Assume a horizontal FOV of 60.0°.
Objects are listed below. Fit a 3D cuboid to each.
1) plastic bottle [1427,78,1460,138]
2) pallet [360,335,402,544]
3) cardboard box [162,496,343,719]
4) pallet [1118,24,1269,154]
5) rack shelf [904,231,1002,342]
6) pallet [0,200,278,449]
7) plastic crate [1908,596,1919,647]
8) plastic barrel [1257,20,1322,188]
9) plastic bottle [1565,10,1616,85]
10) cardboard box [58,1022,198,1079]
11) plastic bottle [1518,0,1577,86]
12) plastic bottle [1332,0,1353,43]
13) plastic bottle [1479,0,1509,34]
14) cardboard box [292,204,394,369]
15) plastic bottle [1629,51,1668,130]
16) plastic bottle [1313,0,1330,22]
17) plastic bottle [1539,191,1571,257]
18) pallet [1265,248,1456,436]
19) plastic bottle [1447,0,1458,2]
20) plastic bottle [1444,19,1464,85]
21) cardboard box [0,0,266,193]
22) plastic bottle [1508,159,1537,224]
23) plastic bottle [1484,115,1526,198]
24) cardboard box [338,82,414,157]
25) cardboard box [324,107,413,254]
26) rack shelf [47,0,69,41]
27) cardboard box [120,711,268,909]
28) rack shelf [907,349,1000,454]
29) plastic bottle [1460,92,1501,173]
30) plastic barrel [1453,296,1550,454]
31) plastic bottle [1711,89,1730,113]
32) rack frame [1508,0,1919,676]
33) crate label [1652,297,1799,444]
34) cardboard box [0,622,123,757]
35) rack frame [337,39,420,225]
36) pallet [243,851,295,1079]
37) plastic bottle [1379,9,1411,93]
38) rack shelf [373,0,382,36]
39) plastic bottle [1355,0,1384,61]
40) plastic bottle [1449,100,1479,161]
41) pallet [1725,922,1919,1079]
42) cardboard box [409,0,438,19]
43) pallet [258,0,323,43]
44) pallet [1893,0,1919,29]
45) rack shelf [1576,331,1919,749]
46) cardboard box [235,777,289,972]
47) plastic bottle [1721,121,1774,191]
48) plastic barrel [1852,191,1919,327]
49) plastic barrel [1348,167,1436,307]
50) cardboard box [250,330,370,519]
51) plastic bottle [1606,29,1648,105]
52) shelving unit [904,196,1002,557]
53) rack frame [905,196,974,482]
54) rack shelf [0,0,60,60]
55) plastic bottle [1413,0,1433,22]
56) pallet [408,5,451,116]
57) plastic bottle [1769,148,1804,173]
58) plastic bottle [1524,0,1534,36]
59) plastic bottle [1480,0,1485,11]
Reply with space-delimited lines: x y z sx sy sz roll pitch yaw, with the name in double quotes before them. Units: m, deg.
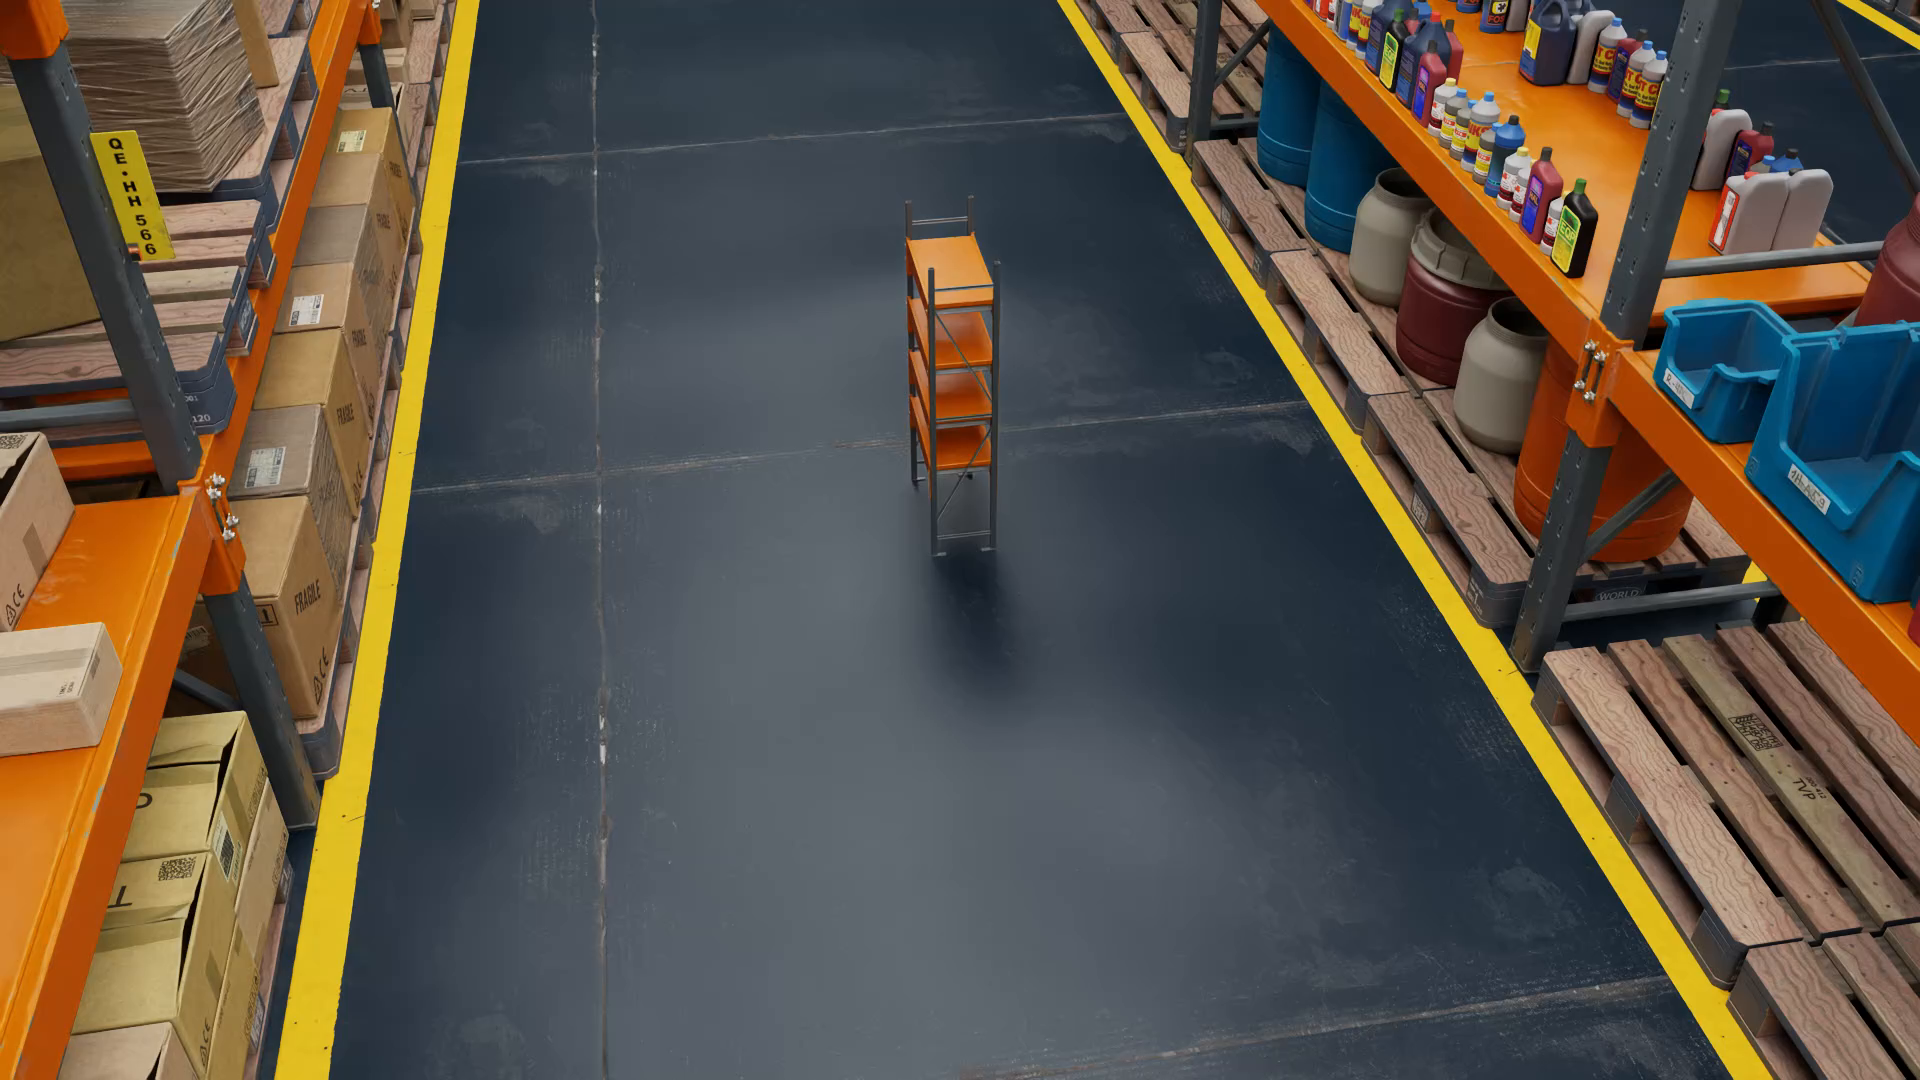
"plastic bottle" 1.744 -1.556 5.969 0.097 0.201 0.097 0 38 0
"pallet" -2.784 -0.372 6.556 1.003 0.211 1.213 -6 38 -8
"cardboard box" -2.278 0.225 5.194 0.500 0.500 0.500 -5 38 -6
"pallet" 1.529 -2.568 9.383 1.003 0.211 1.213 -6 38 -8
"rack shelf" -0.029 -0.884 5.770 0.258 0.148 0.480 -6 38 -8
"pallet" -2.668 -0.609 4.745 1.213 0.211 1.003 -6 38 -8
"plastic crate" 2.380 0.171 3.533 0.402 0.464 0.583 -6 38 -8
"plastic barrel" 1.775 -2.236 8.051 0.600 0.901 0.708 -6 38 -8
"plastic bottle" 2.397 -1.898 6.349 0.152 0.276 0.135 -6 38 -8
"cardboard box" -1.962 1.324 3.542 0.500 0.311 0.500 -6 38 -8
"plastic bottle" 2.247 -1.927 6.325 0.144 0.351 0.185 -6 38 -8
"plastic bottle" 1.605 -2.160 6.687 0.152 0.276 0.135 -6 38 -8
"plastic bottle" 2.181 -2.204 6.746 0.097 0.271 0.097 0 38 0
"cardboard box" -2.646 -1.015 6.791 0.500 0.500 0.500 -6 38 -7
"plastic bottle" 2.502 -1.631 6.009 0.097 0.271 0.097 0 38 0
"plastic bottle" 1.565 -2.300 6.867 0.152 0.276 0.135 -6 38 -8
"plastic bottle" 1.904 -1.005 5.260 0.097 0.201 0.097 0 38 0
"pallet" 2.008 -0.919 7.261 1.003 0.211 1.213 -6 38 -8
"plastic bottle" 2.117 -2.425 7.031 0.097 0.271 0.097 0 38 0
"plastic bottle" 1.816 -1.783 6.195 0.061 0.283 0.133 -6 38 -8
"cardboard box" -2.673 -1.429 5.221 0.700 0.500 0.500 0 38 1
"plastic bottle" 1.864 -1.144 5.440 0.097 0.201 0.097 0 38 0
"plastic bottle" 1.830 -1.289 5.569 0.097 0.271 0.097 0 38 0
"cardboard box" -3.042 -2.087 8.325 0.500 0.311 0.500 -6 38 -8
"cardboard box" -2.812 -1.618 7.566 0.500 0.500 0.500 -6 38 -8
"rack shelf" -2.830 -2.391 5.024 1.077 0.370 4.000 -6 38 -8
"cardboard box" -2.145 0.706 4.338 0.500 0.311 0.500 -5 38 -7
"rack shelf" -0.029 -0.521 6.052 0.258 0.148 0.480 -6 38 -8
"plastic bottle" 1.796 -1.407 5.721 0.097 0.271 0.097 0 38 0
"plastic barrel" 2.108 -0.622 6.291 0.421 0.512 0.421 0 38 0
"plastic bottle" 2.580 -1.428 5.739 0.061 0.283 0.133 -6 38 -8
"rack frame" 2.398 -0.813 4.852 1.000 3.000 0.127 -6 38 -8
"crate label" 2.102 -0.452 4.523 0.303 0.233 0.416 -6 38 -8
"cardboard box" -2.050 0.330 3.585 0.380 0.149 0.250 -6 38 -8
"rack frame" -3.181 -2.699 7.279 1.000 3.000 0.127 -6 38 -8
"pallet" -2.374 1.320 4.379 1.003 0.211 1.213 -6 38 -8
"plastic bottle" 1.650 -1.848 6.279 0.061 0.283 0.133 -6 38 -8
"rack shelf" -3.532 -3.622 9.054 1.077 0.370 4.000 -6 38 -8
"plastic bottle" 1.616 -2.027 6.518 0.097 0.271 0.097 0 38 0
"plastic bottle" 1.779 -1.438 5.818 0.097 0.201 0.097 0 38 0
"pallet" 2.706 1.496 4.153 1.003 0.211 1.213 -6 38 -8
"cardboard box" -3.407 -3.323 9.966 0.500 0.250 0.500 -6 38 -8
"pallet" -3.148 -2.128 6.701 1.003 0.211 1.213 -6 38 -8
"pallet" 6.516 -3.128 10.105 1.003 0.211 1.213 -6 38 -8
"rack shelf" 2.748 0.679 3.517 1.077 0.370 4.000 -6 38 -8
"cardboard box" -2.147 0.929 4.508 0.500 0.250 0.500 -5 38 -7
"plastic bottle" 2.627 -1.267 5.530 0.061 0.283 0.133 -6 38 -8
"plastic barrel" 2.777 -0.619 4.491 0.600 0.536 0.708 -6 38 -8
"plastic barrel" 1.910 -1.304 7.169 0.421 0.512 0.421 0 38 0
"cardboard box" -2.458 -0.394 5.991 0.500 0.500 0.500 -7 38 -9
"plastic bottle" 2.482 -1.766 6.173 0.061 0.283 0.133 -6 38 -8
"shelving unit" -0.029 -0.574 6.011 0.258 1.200 0.503 -6 38 -8
"rack frame" -0.072 -0.721 6.200 0.240 1.200 0.015 -6 38 -8
"rack shelf" -2.129 0.025 1.914 1.077 0.370 4.000 -6 38 -8
"plastic bottle" 1.775 -1.983 6.463 0.097 0.271 0.097 0 38 0
"pallet" -3.518 -2.751 9.619 1.003 0.211 1.213 -6 38 -8
"plastic bottle" 2.647 -1.131 5.366 0.097 0.271 0.097 0 38 0
"plastic bottle" 2.348 -2.134 6.713 0.097 0.201 0.097 0 38 0
"plastic bottle" 2.260 -2.370 6.957 0.152 0.276 0.135 -6 38 -8
